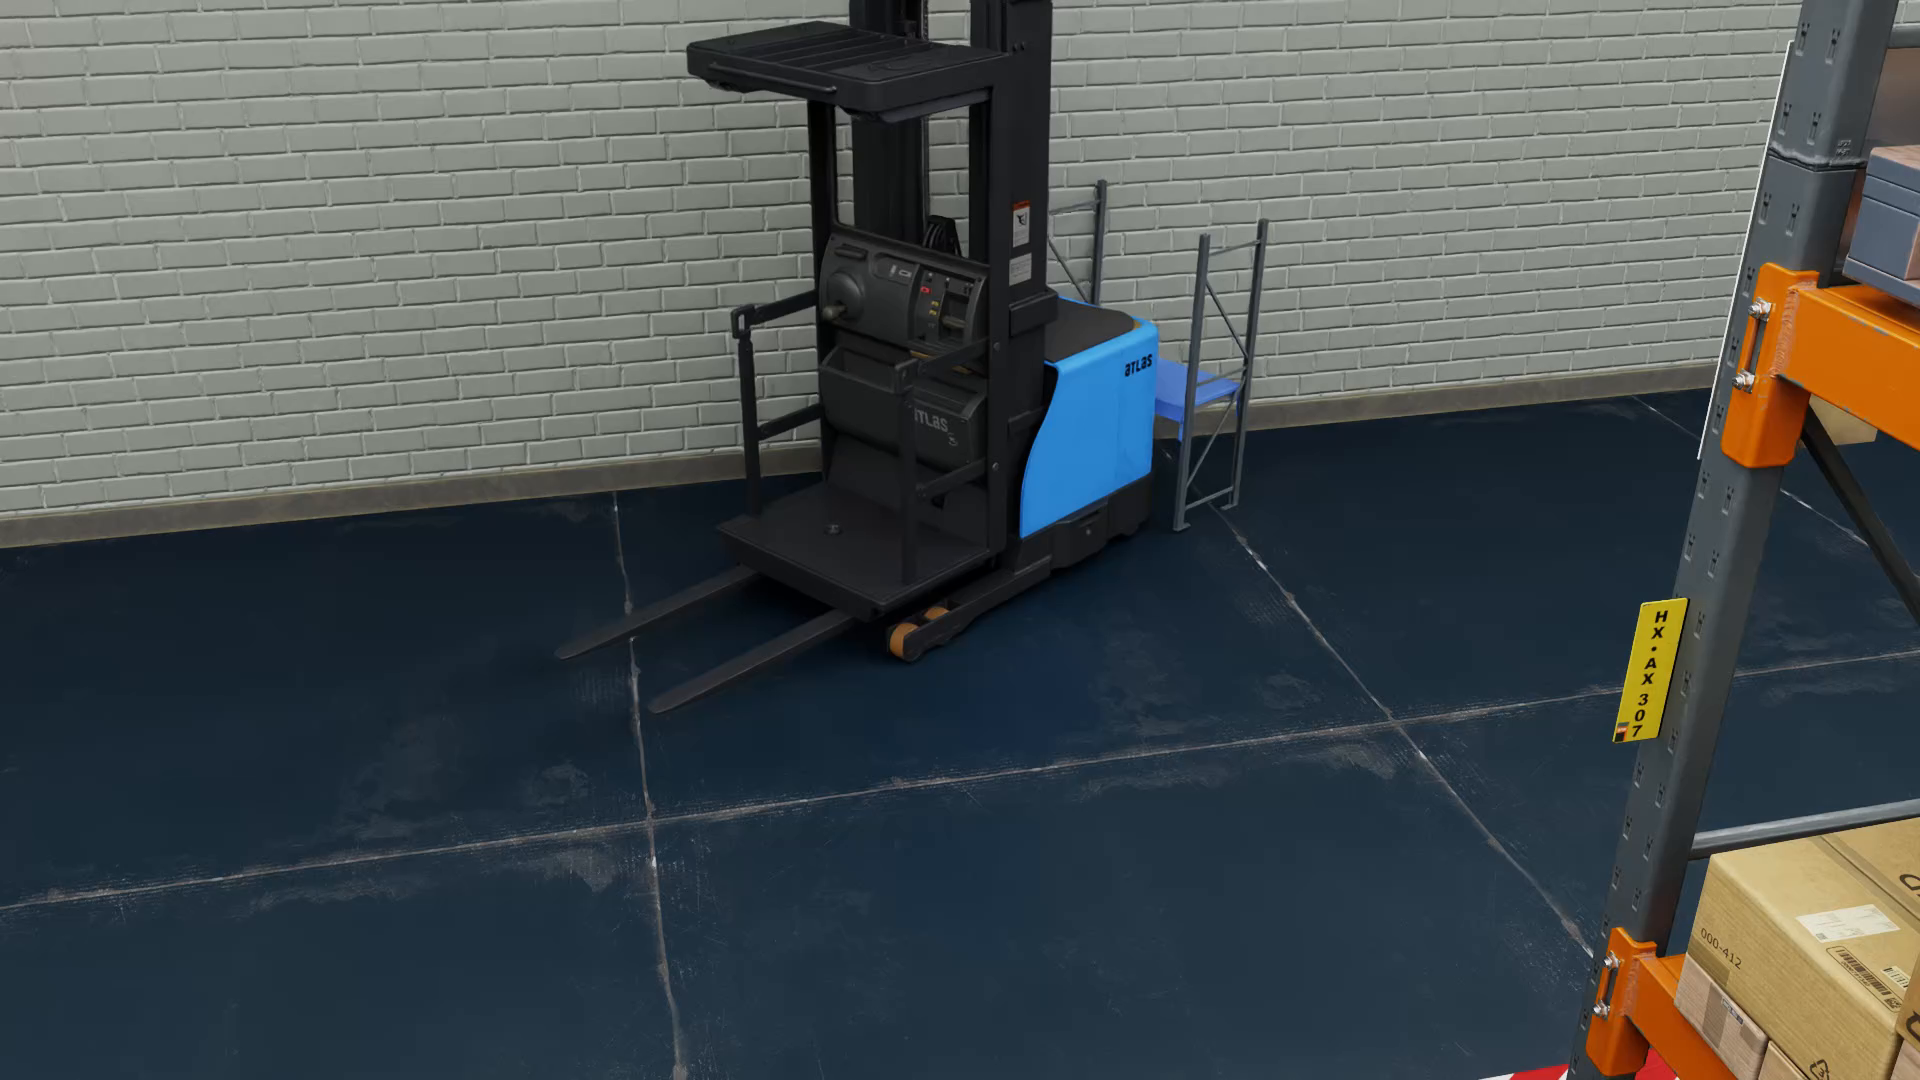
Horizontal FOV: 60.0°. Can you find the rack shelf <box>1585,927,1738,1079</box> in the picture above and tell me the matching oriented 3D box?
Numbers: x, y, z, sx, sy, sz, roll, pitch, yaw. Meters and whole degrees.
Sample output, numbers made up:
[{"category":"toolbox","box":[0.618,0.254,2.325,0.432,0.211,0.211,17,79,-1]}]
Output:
[{"category":"rack shelf","box":[2.381,1.833,2.089,1.077,0.370,4.000,-6,27,-12]}]

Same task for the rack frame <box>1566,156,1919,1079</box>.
[{"category":"rack frame","box":[1.930,0.633,3.666,1.000,3.000,0.127,-6,27,-12]}]

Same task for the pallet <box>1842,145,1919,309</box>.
[{"category":"pallet","box":[2.107,-0.341,2.367,1.003,0.211,1.213,-6,27,-12]}]

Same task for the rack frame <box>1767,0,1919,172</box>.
[{"category":"rack frame","box":[1.930,-2.045,2.314,1.000,3.000,0.127,-6,27,-12]}]

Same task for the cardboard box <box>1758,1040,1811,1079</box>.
[{"category":"cardboard box","box":[1.748,1.047,3.125,0.380,0.149,0.250,-6,27,-12]}]

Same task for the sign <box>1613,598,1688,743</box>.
[{"category":"sign","box":[1.388,0.265,3.347,0.100,0.325,0.005,-6,27,-12]}]

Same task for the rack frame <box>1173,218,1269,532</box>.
[{"category":"rack frame","box":[1.271,-0.794,8.135,0.500,1.500,0.032,-22,34,-40]}]

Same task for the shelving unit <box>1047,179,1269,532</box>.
[{"category":"shelving unit","box":[0.913,-0.956,8.457,0.538,1.500,1.048,-22,34,-40]}]

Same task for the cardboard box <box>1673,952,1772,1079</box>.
[{"category":"cardboard box","box":[1.688,0.935,3.347,0.380,0.149,0.250,-6,27,-11]}]

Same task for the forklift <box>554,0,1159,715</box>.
[{"category":"forklift","box":[-0.401,-1.042,7.062,1.130,2.935,3.031,22,34,37]}]

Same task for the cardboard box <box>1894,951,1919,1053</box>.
[{"category":"cardboard box","box":[1.888,0.691,2.557,0.500,0.500,0.500,-7,28,-13]}]

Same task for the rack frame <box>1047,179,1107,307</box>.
[{"category":"rack frame","box":[0.555,-1.119,8.779,0.500,1.500,0.032,-22,34,-40]}]

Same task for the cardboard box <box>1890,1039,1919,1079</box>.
[{"category":"cardboard box","box":[1.899,1.033,2.710,0.500,0.250,0.500,-6,27,-12]}]

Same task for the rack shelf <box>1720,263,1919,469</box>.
[{"category":"rack shelf","box":[2.381,0.494,1.413,1.077,0.370,4.000,-6,27,-12]}]

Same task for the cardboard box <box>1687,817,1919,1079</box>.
[{"category":"cardboard box","box":[1.775,0.806,3.161,0.500,0.250,0.500,-7,28,-13]}]

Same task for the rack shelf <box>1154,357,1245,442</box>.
[{"category":"rack shelf","box":[0.908,-0.794,8.533,0.538,0.185,1.000,-22,34,-40]}]

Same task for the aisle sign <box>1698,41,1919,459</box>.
[{"category":"aisle sign","box":[1.621,-0.528,3.082,0.394,0.787,0.004,-6,27,-12]}]
